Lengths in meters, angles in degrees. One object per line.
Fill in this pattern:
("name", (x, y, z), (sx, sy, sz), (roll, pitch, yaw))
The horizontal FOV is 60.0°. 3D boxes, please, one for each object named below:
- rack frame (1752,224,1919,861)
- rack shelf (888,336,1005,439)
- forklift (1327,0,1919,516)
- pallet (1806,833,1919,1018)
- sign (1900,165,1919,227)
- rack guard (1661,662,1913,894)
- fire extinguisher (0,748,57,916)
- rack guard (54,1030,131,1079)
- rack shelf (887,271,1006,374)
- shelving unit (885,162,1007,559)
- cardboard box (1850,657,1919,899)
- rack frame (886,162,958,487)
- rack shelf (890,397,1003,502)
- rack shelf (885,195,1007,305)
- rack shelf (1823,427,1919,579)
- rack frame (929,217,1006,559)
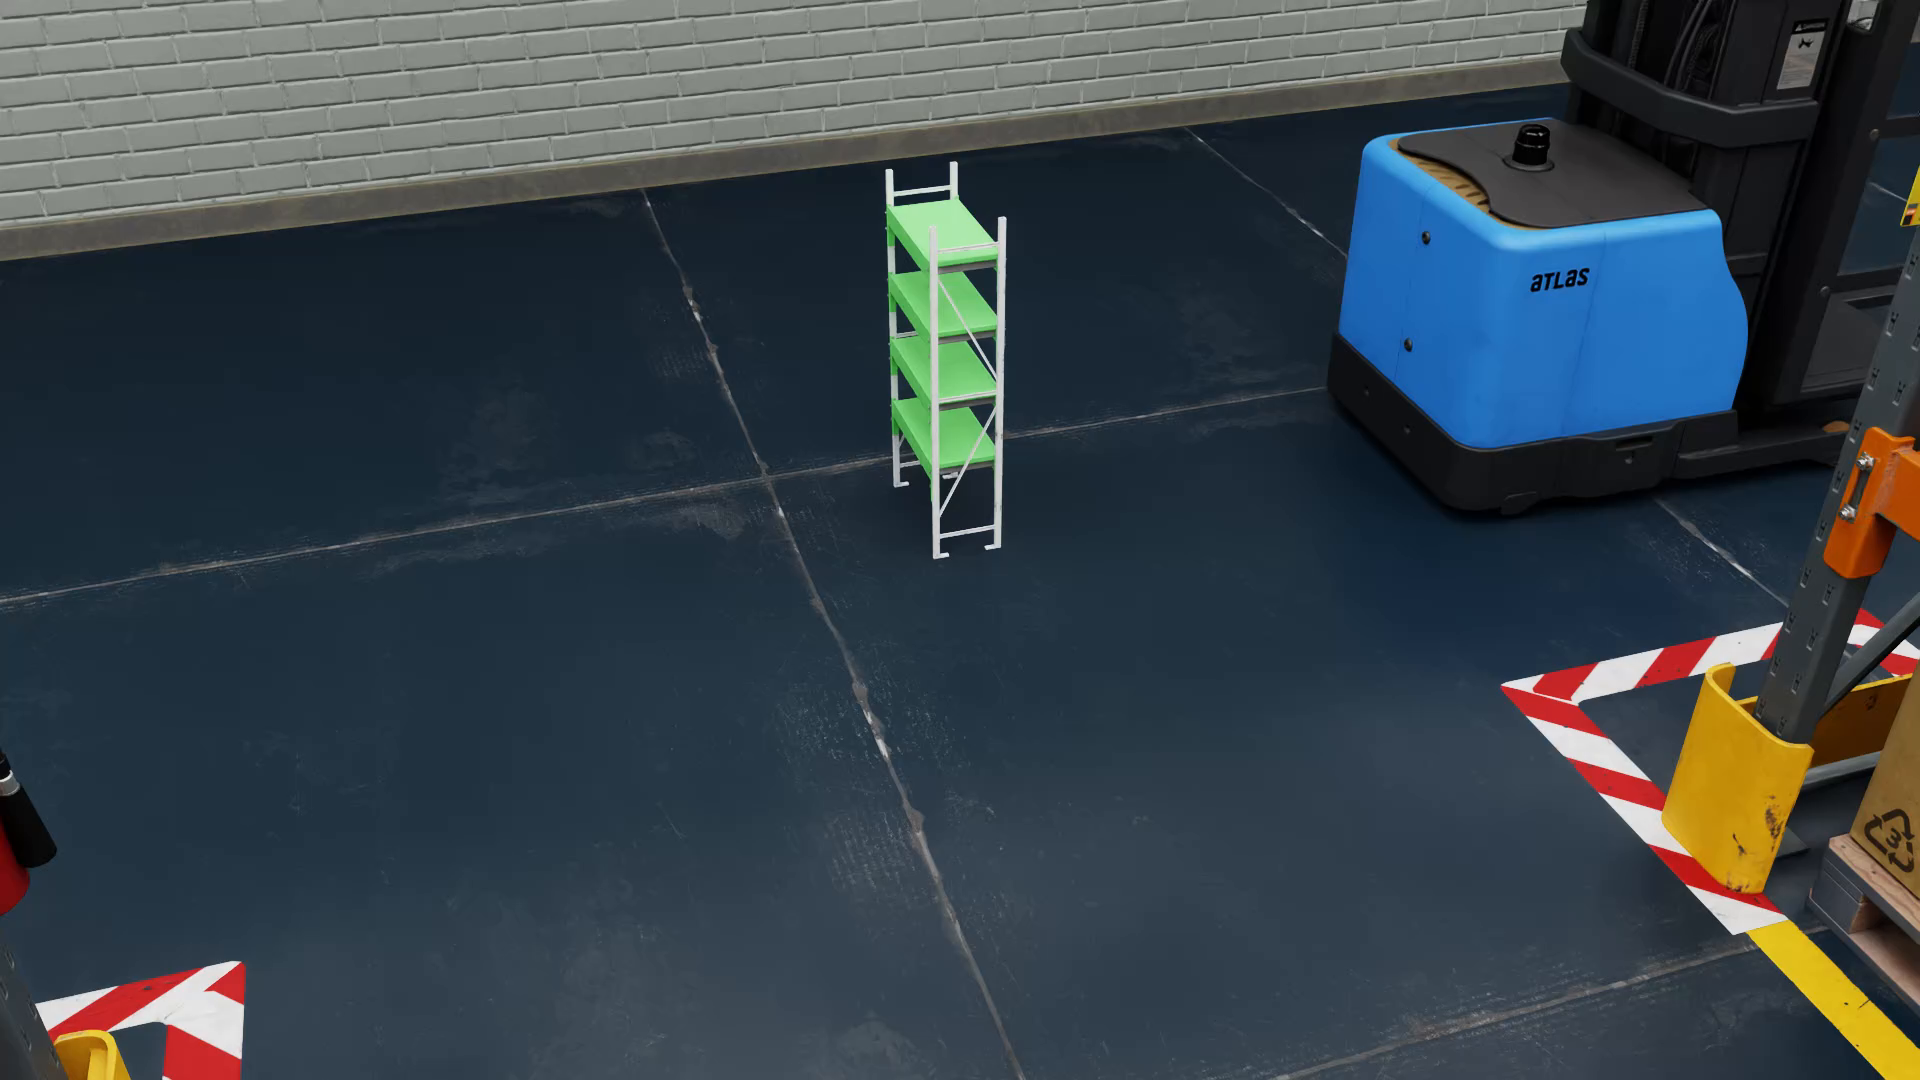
("rack frame", (2.530, -0.491, 3.772), (1.000, 3.000, 0.127), (-10, 35, -15))
("rack shelf", (-0.050, -0.534, 5.586), (0.258, 0.148, 0.480), (-10, 35, -15))
("forklift", (3.016, -1.764, 5.761), (3.031, 2.935, 1.130), (-9, 35, -14))
("pallet", (2.849, 1.079, 3.926), (1.003, 0.211, 1.213), (-10, 35, -15))
("sign", (2.000, -0.795, 3.375), (0.100, 0.325, 0.005), (-10, 35, -15))
("rack guard", (2.523, 0.539, 4.481), (1.175, 0.500, 0.348), (-10, 35, -15))
("fire extinguisher", (-1.800, 0.374, 2.871), (0.296, 0.674, 0.183), (-10, 35, -15))
("rack guard", (-2.206, 1.374, 3.217), (1.175, 0.500, 0.348), (-10, 35, -15))
("rack shelf", (-0.050, -0.734, 5.454), (0.258, 0.148, 0.480), (-10, 35, -15))
("shelving unit", (-0.050, -0.587, 5.551), (0.258, 1.200, 0.503), (-10, 35, -15))
("cardboard box", (2.802, 0.543, 3.754), (0.875, 0.875, 0.875), (-10, 35, -15))
("rack frame", (-0.125, -0.716, 5.745), (0.240, 1.200, 0.015), (-10, 35, -15))
("rack shelf", (-0.050, -0.334, 5.718), (0.258, 0.148, 0.480), (-10, 35, -15))
("rack shelf", (-0.050, -0.935, 5.321), (0.258, 0.148, 0.480), (-10, 35, -15))
("rack shelf", (3.140, 0.859, 2.382), (1.077, 0.370, 4.000), (-10, 35, -15))
("rack frame", (0.024, -0.459, 5.357), (0.240, 1.200, 0.015), (-10, 35, -15))
